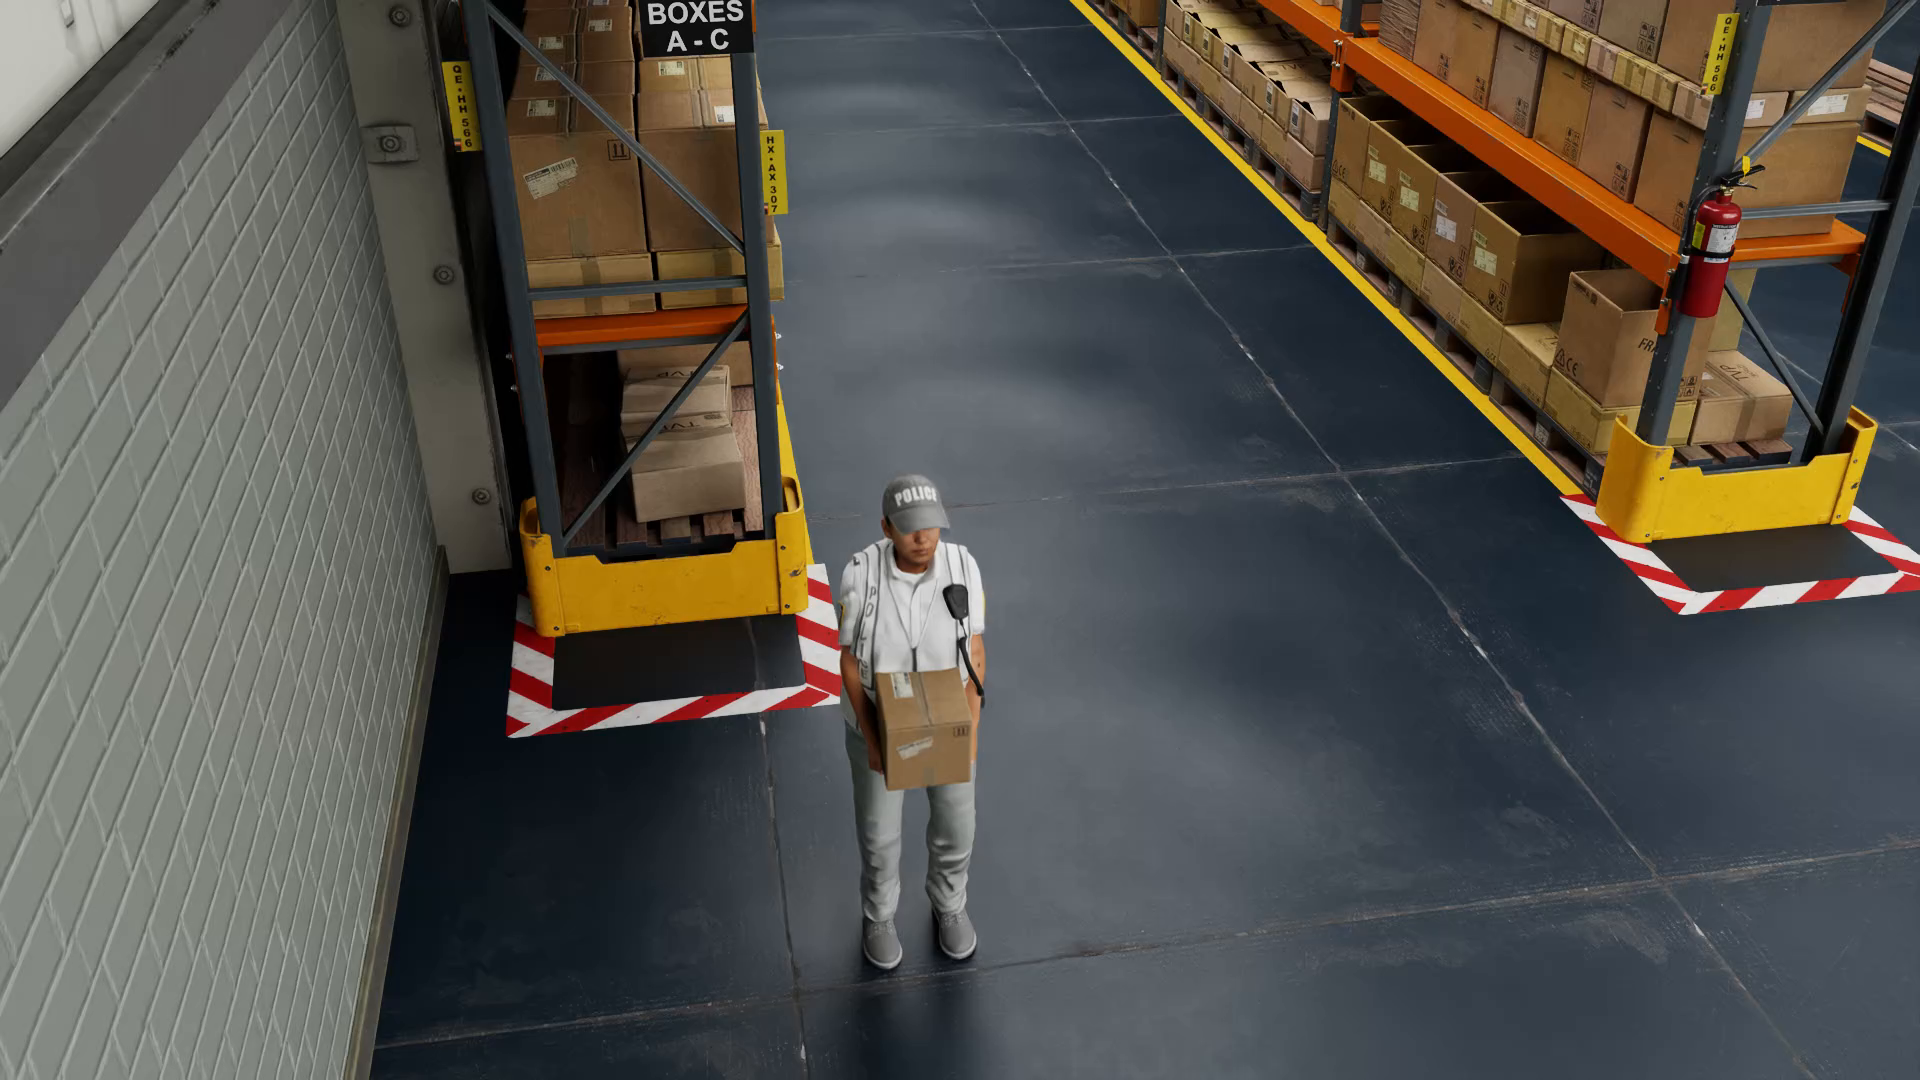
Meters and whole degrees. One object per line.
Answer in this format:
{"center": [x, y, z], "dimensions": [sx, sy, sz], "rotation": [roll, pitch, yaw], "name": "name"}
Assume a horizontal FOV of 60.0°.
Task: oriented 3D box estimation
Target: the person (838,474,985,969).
{"center": [-0.134, 0.597, 5.141], "dimensions": [0.453, 1.653, 0.541], "rotation": [-5, 31, -8], "name": "person"}
